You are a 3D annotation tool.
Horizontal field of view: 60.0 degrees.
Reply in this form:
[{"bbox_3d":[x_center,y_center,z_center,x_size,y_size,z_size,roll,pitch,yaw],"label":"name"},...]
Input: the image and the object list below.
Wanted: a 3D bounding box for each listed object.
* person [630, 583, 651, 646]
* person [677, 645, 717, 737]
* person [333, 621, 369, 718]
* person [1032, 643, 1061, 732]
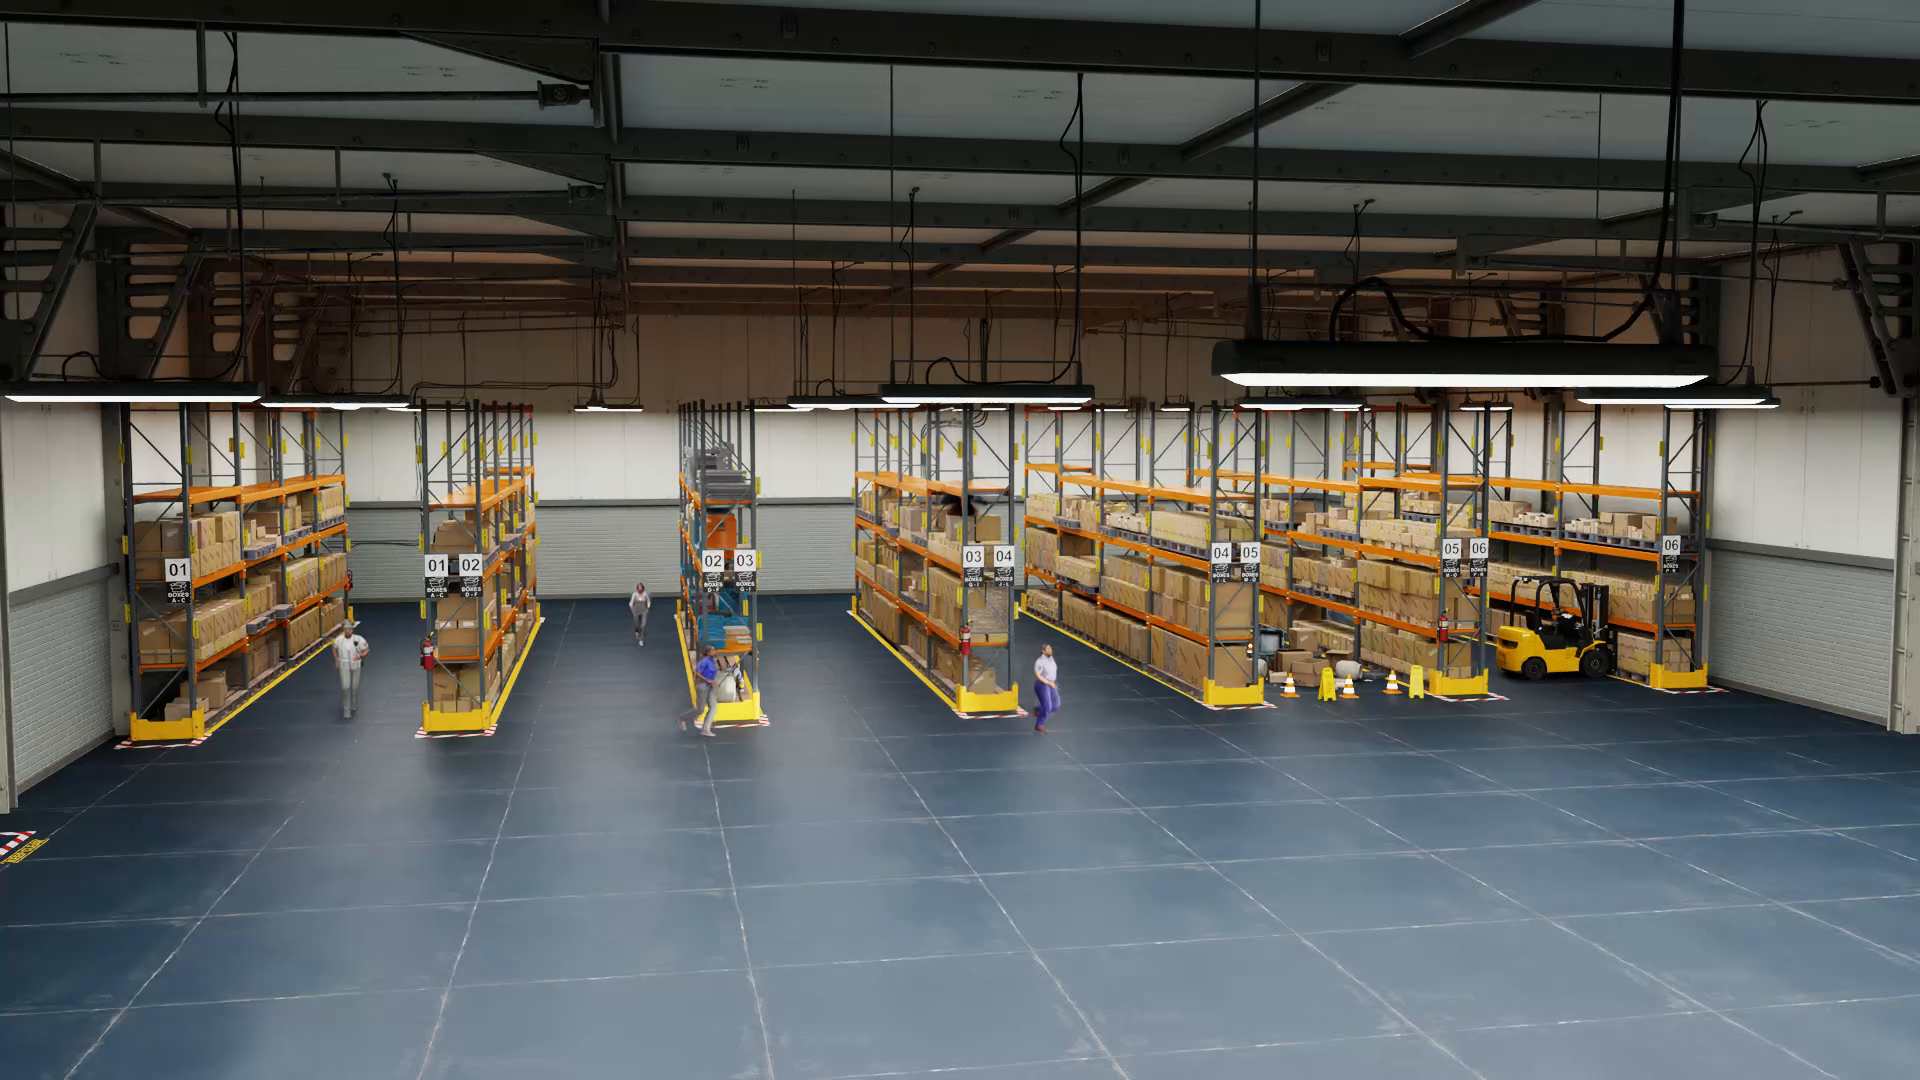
[{"bbox_3d":[-7.961,1.832,41.424,0.522,1.554,0.598,-1,4,-15],"label":"person"},{"bbox_3d":[-4.621,2.695,29.872,0.783,1.581,0.628,2,5,21],"label":"person"},{"bbox_3d":[-11.616,2.446,31.737,0.653,1.842,0.830,-2,5,-21],"label":"person"},{"bbox_3d":[1.554,2.665,30.074,0.616,1.612,0.632,3,5,35],"label":"person"}]
